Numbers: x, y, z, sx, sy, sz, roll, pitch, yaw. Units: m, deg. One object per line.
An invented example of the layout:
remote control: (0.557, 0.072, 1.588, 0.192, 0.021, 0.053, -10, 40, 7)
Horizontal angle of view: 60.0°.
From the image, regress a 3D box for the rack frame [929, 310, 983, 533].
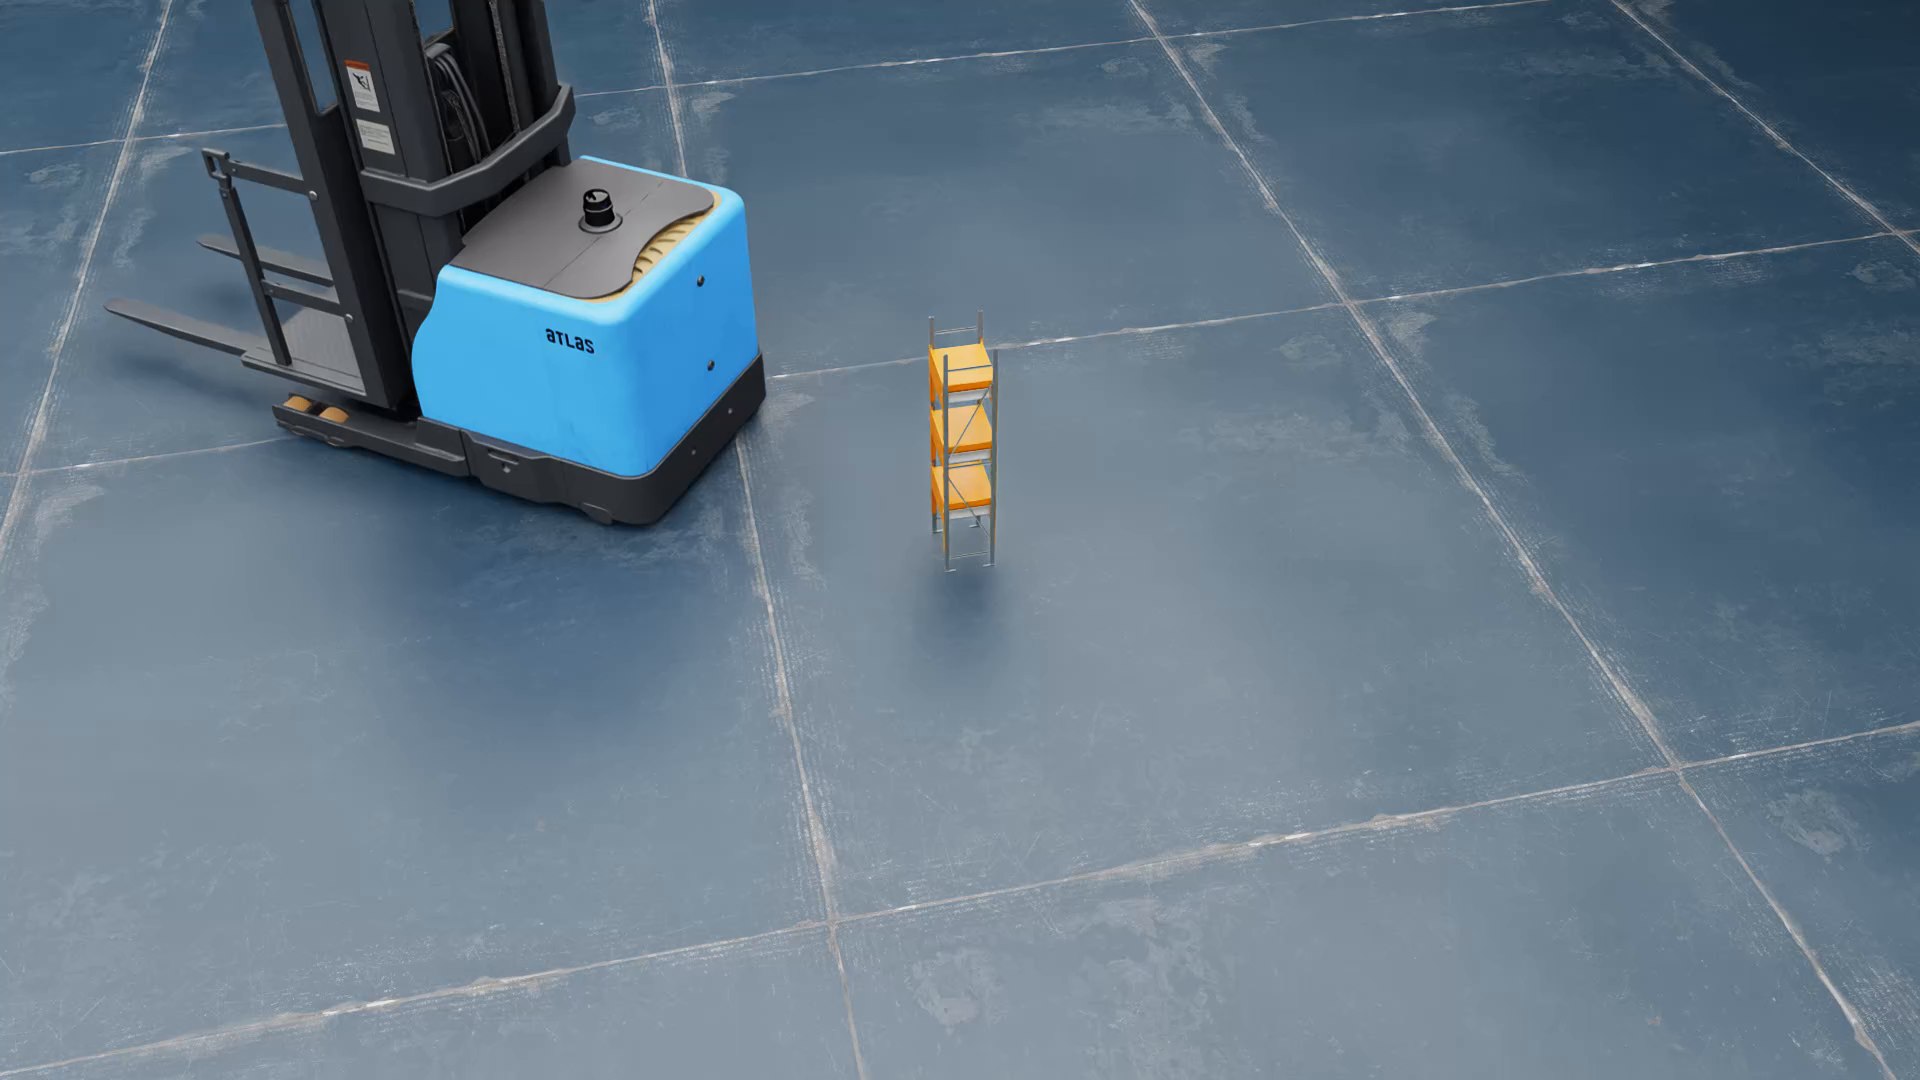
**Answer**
rack frame: (-0.015, -0.437, 6.451, 0.200, 1.050, 0.008, -8, 42, -9)

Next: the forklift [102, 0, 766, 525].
forklift: (-2.422, -1.806, 6.576, 3.031, 2.935, 1.130, 16, 44, 18)

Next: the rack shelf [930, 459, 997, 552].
rack shelf: (0.012, -0.142, 6.554, 0.215, 0.259, 0.240, -8, 42, -9)

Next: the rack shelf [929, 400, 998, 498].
rack shelf: (0.012, -0.350, 6.369, 0.215, 0.259, 0.240, -8, 42, -9)

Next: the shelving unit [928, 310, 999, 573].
shelving unit: (0.012, -0.358, 6.362, 0.215, 1.050, 0.252, -8, 42, -9)

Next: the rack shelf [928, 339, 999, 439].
rack shelf: (0.012, -0.562, 6.181, 0.215, 0.259, 0.240, -8, 42, -9)

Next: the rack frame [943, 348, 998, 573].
rack frame: (0.038, -0.279, 6.273, 0.200, 1.050, 0.008, -8, 42, -9)
